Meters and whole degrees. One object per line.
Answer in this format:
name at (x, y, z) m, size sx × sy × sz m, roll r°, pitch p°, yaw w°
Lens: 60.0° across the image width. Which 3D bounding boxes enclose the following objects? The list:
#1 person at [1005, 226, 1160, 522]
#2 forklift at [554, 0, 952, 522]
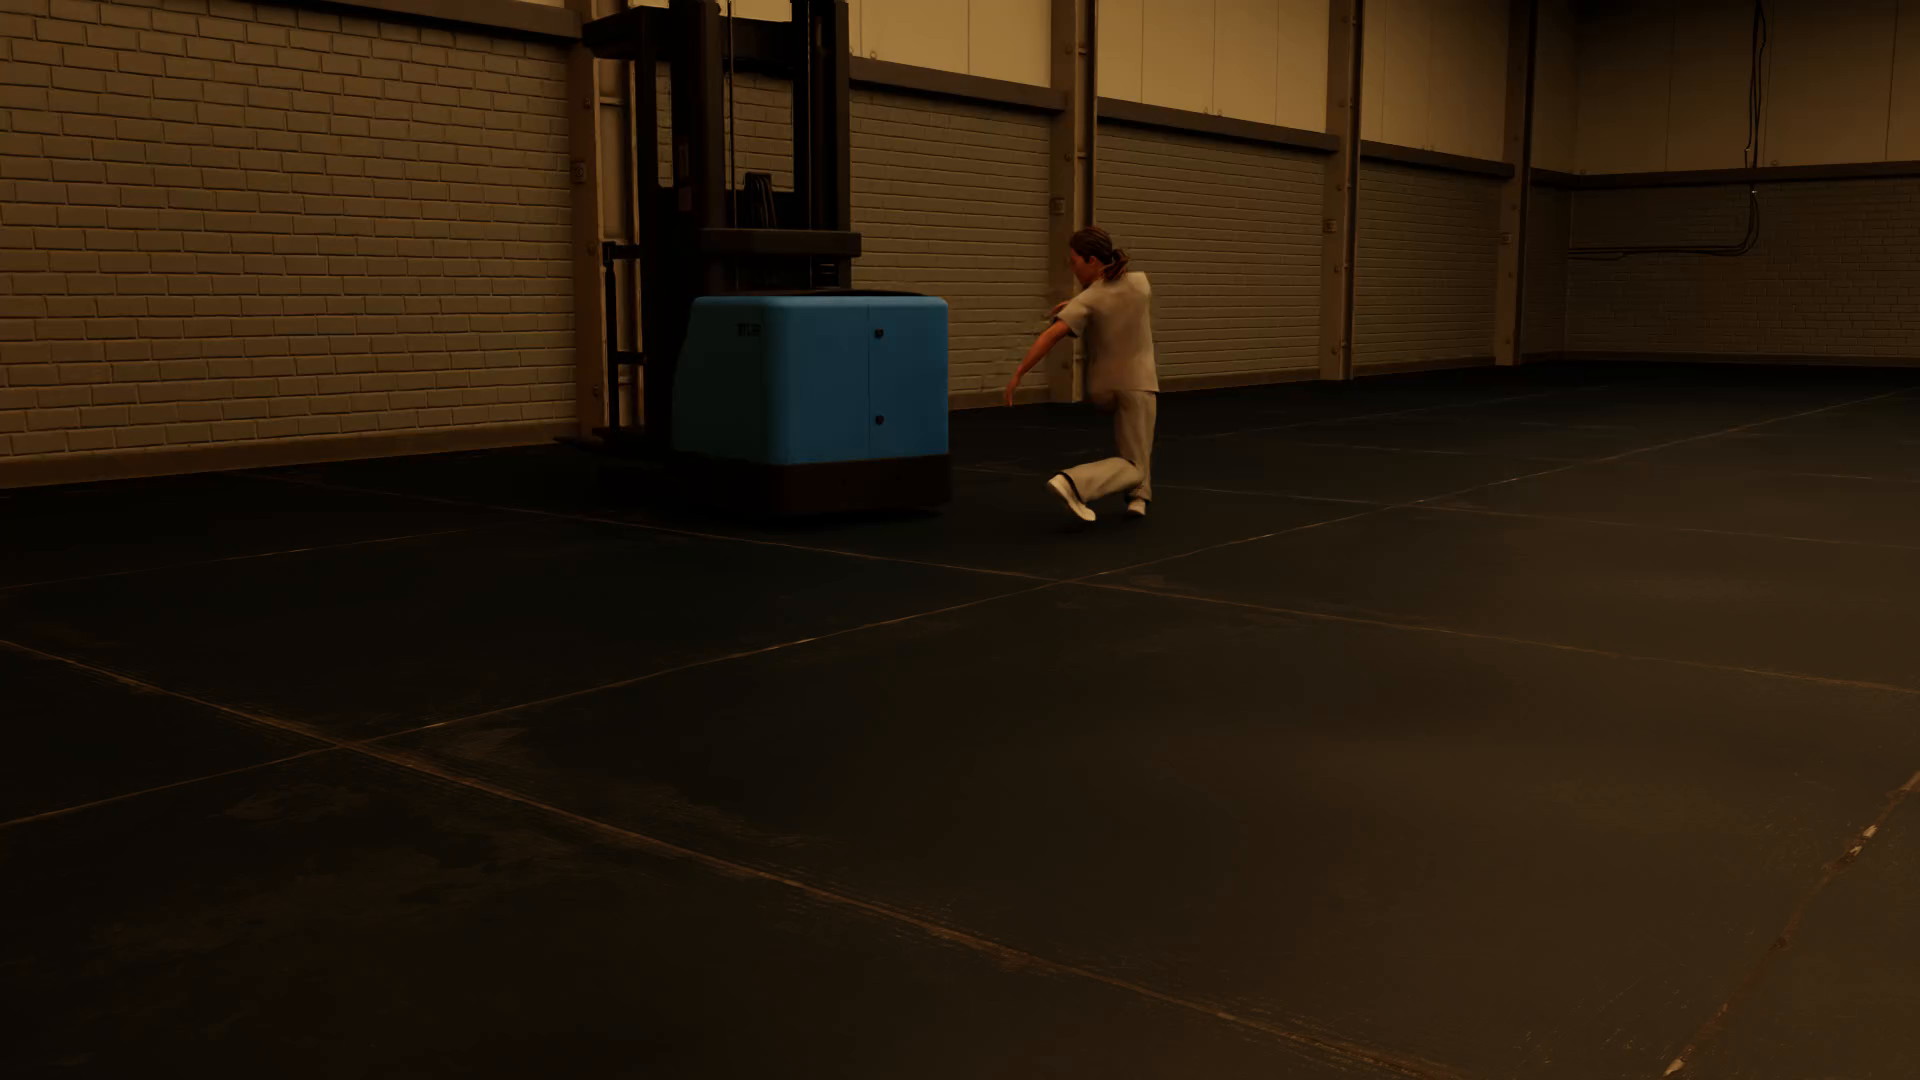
person at (0.617, -0.759, 7.926) m, size 0.666 × 1.447 × 0.942 m, roll 3°, pitch 9°, yaw 19°
forklift at (-1.311, -1.701, 8.908) m, size 1.130 × 2.935 × 3.031 m, roll -6°, pitch 10°, yaw -36°
